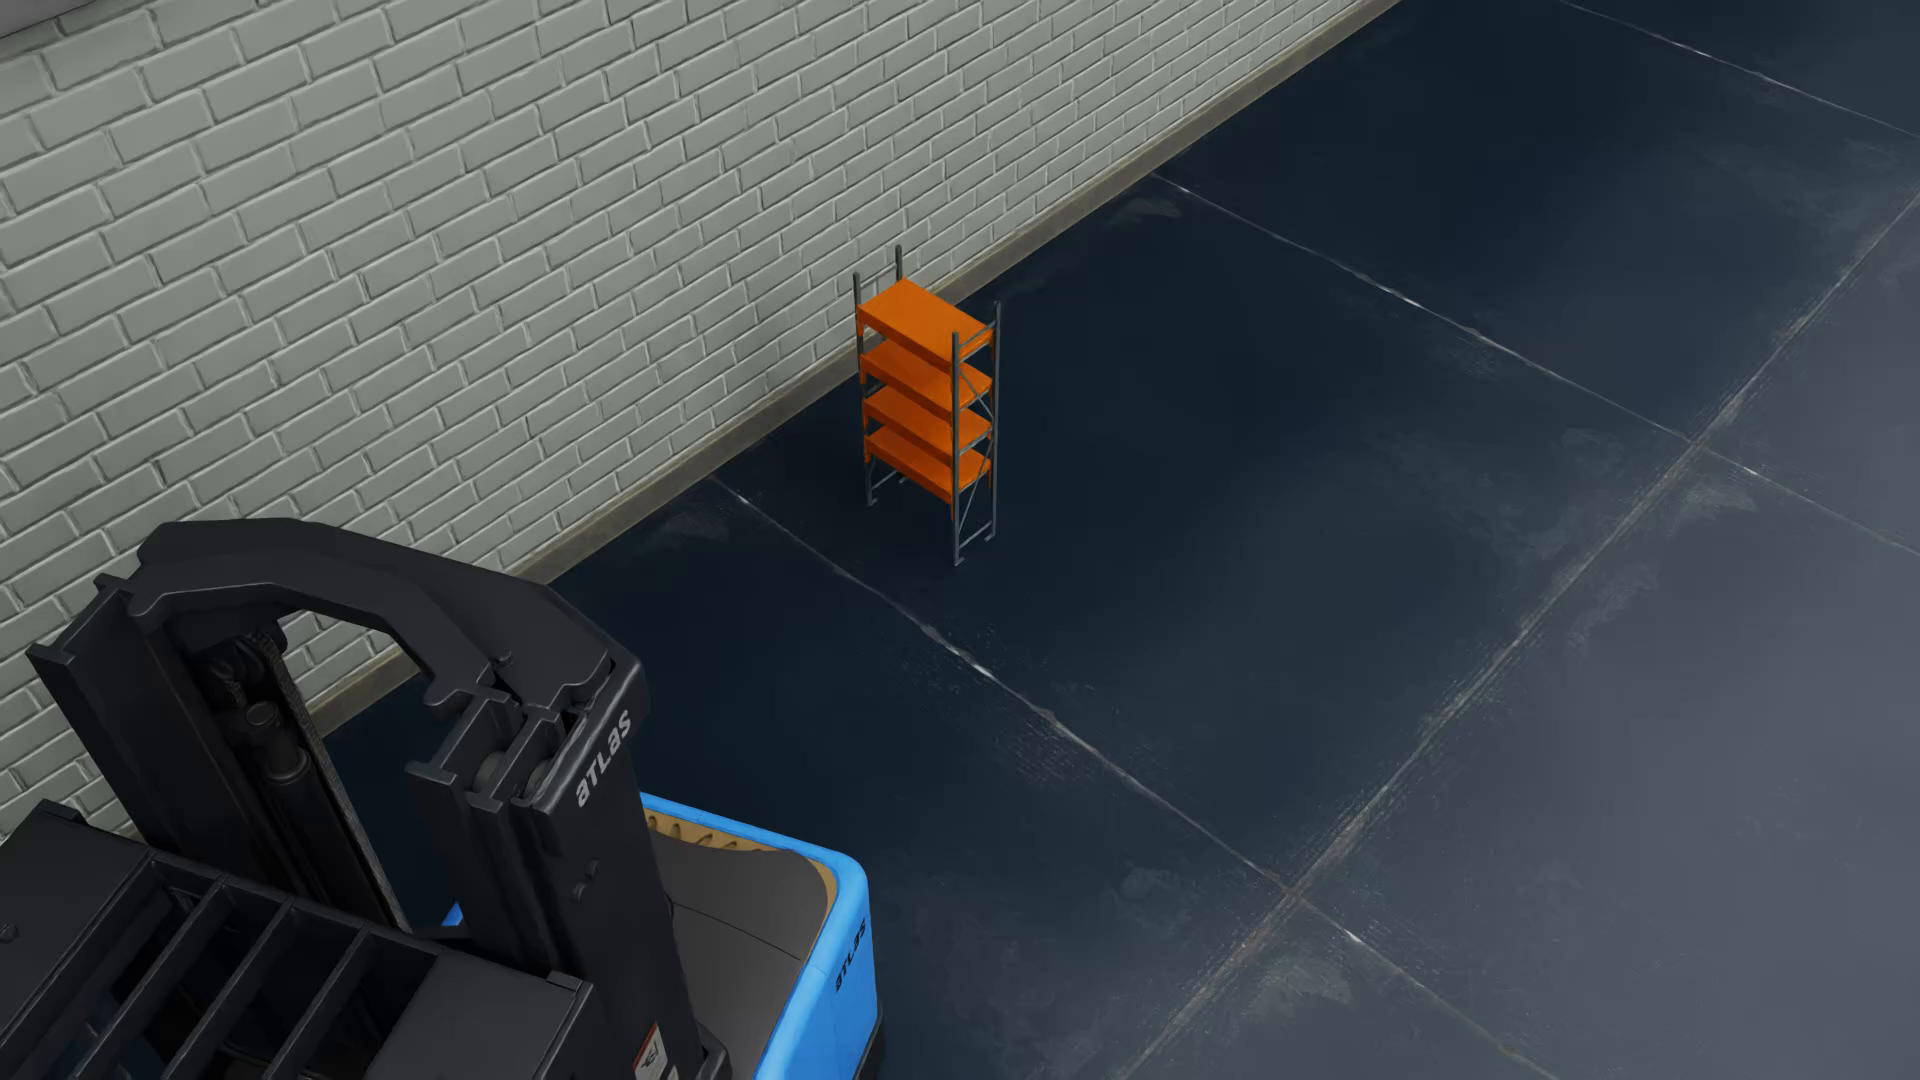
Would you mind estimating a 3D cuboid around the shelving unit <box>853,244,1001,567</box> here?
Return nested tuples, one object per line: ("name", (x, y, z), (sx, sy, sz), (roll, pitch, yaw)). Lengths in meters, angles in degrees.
("shelving unit", (-0.122, -0.493, 6.389), (0.503, 1.200, 0.258), (34, 55, 28))

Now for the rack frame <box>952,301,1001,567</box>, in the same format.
("rack frame", (0.058, -0.372, 6.276), (0.015, 1.200, 0.240), (34, 55, 28))

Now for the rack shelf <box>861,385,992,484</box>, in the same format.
("rack shelf", (-0.122, -0.446, 6.438), (0.480, 0.148, 0.258), (34, 55, 28))

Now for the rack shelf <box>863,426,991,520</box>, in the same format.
("rack shelf", (-0.122, -0.311, 6.583), (0.480, 0.148, 0.258), (34, 55, 28))

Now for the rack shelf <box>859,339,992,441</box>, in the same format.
("rack shelf", (-0.122, -0.600, 6.275), (0.480, 0.148, 0.258), (34, 55, 28))

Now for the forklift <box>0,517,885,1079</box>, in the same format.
("forklift", (-1.199, 1.495, 3.336), (1.130, 2.935, 3.031), (14, 48, 13))

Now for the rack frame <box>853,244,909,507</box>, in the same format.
("rack frame", (-0.301, -0.613, 6.503), (0.015, 1.200, 0.240), (34, 55, 28))

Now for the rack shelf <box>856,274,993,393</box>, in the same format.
("rack shelf", (-0.122, -0.762, 6.103), (0.480, 0.148, 0.258), (34, 55, 28))
